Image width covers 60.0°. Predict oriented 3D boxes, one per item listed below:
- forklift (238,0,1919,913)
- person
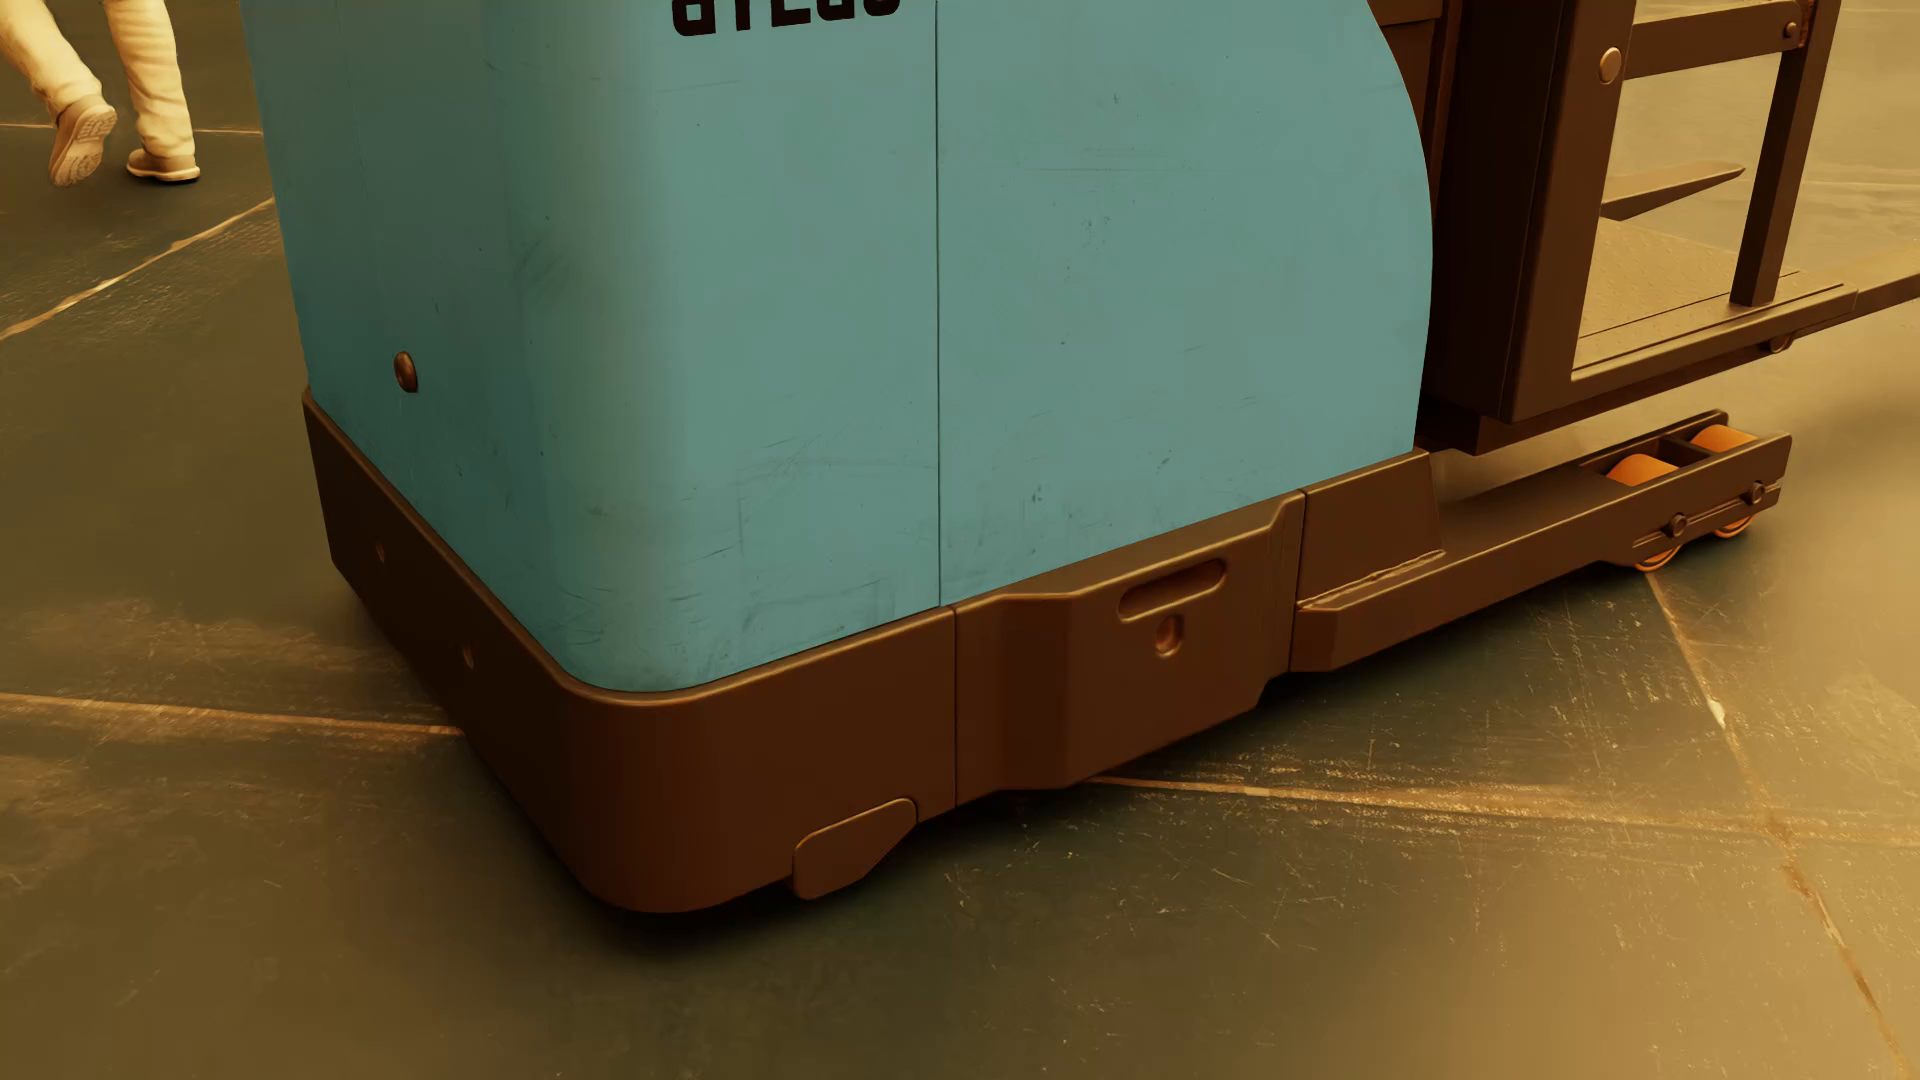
[{"bbox_3d":[0.631,-1.443,2.109,3.031,2.935,1.130,-17,31,-31],"label":"forklift"},{"bbox_3d":[-2.179,-1.677,4.026,0.470,1.645,0.646,22,34,37],"label":"person"}]
